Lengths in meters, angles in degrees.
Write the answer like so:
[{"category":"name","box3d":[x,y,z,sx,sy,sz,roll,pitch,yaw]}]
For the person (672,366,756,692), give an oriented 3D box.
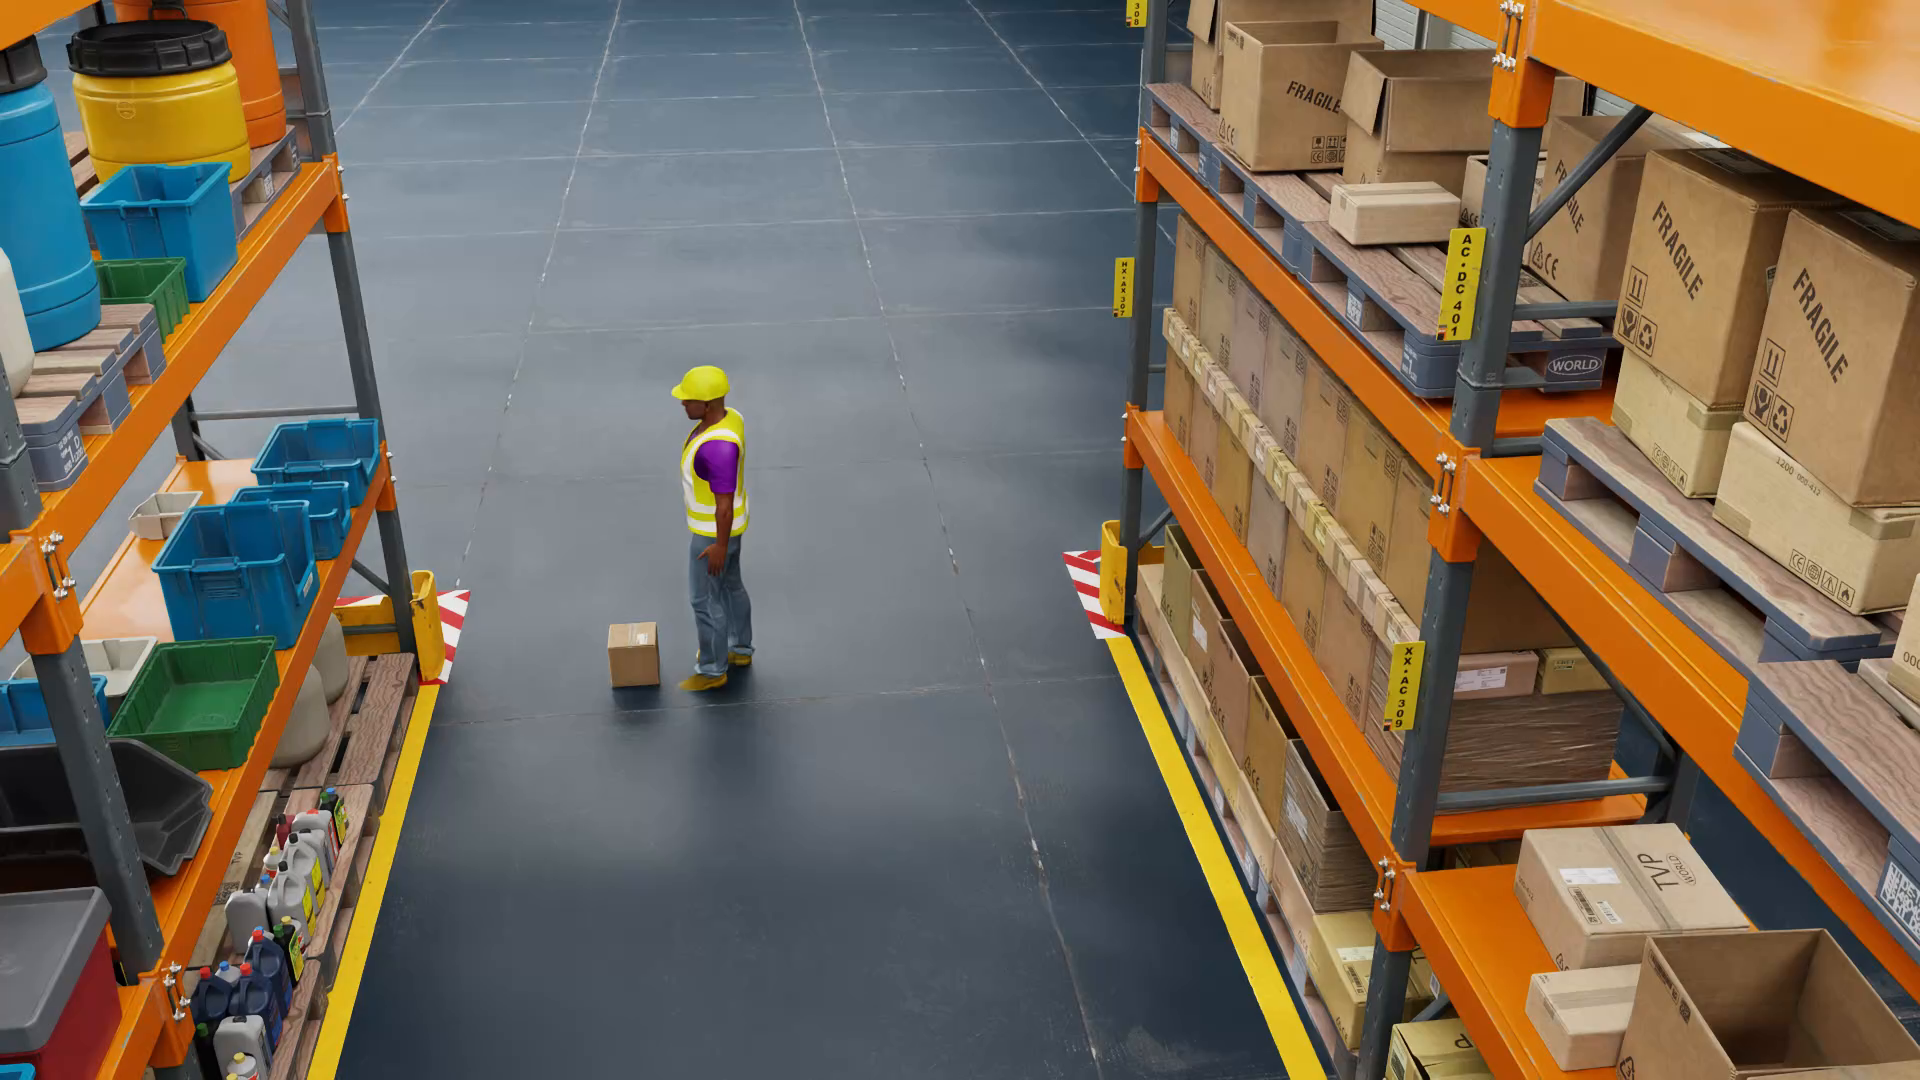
[{"category":"person","box3d":[-1.333,-0.069,8.764,0.462,1.820,0.604,-1,27,-2]}]
